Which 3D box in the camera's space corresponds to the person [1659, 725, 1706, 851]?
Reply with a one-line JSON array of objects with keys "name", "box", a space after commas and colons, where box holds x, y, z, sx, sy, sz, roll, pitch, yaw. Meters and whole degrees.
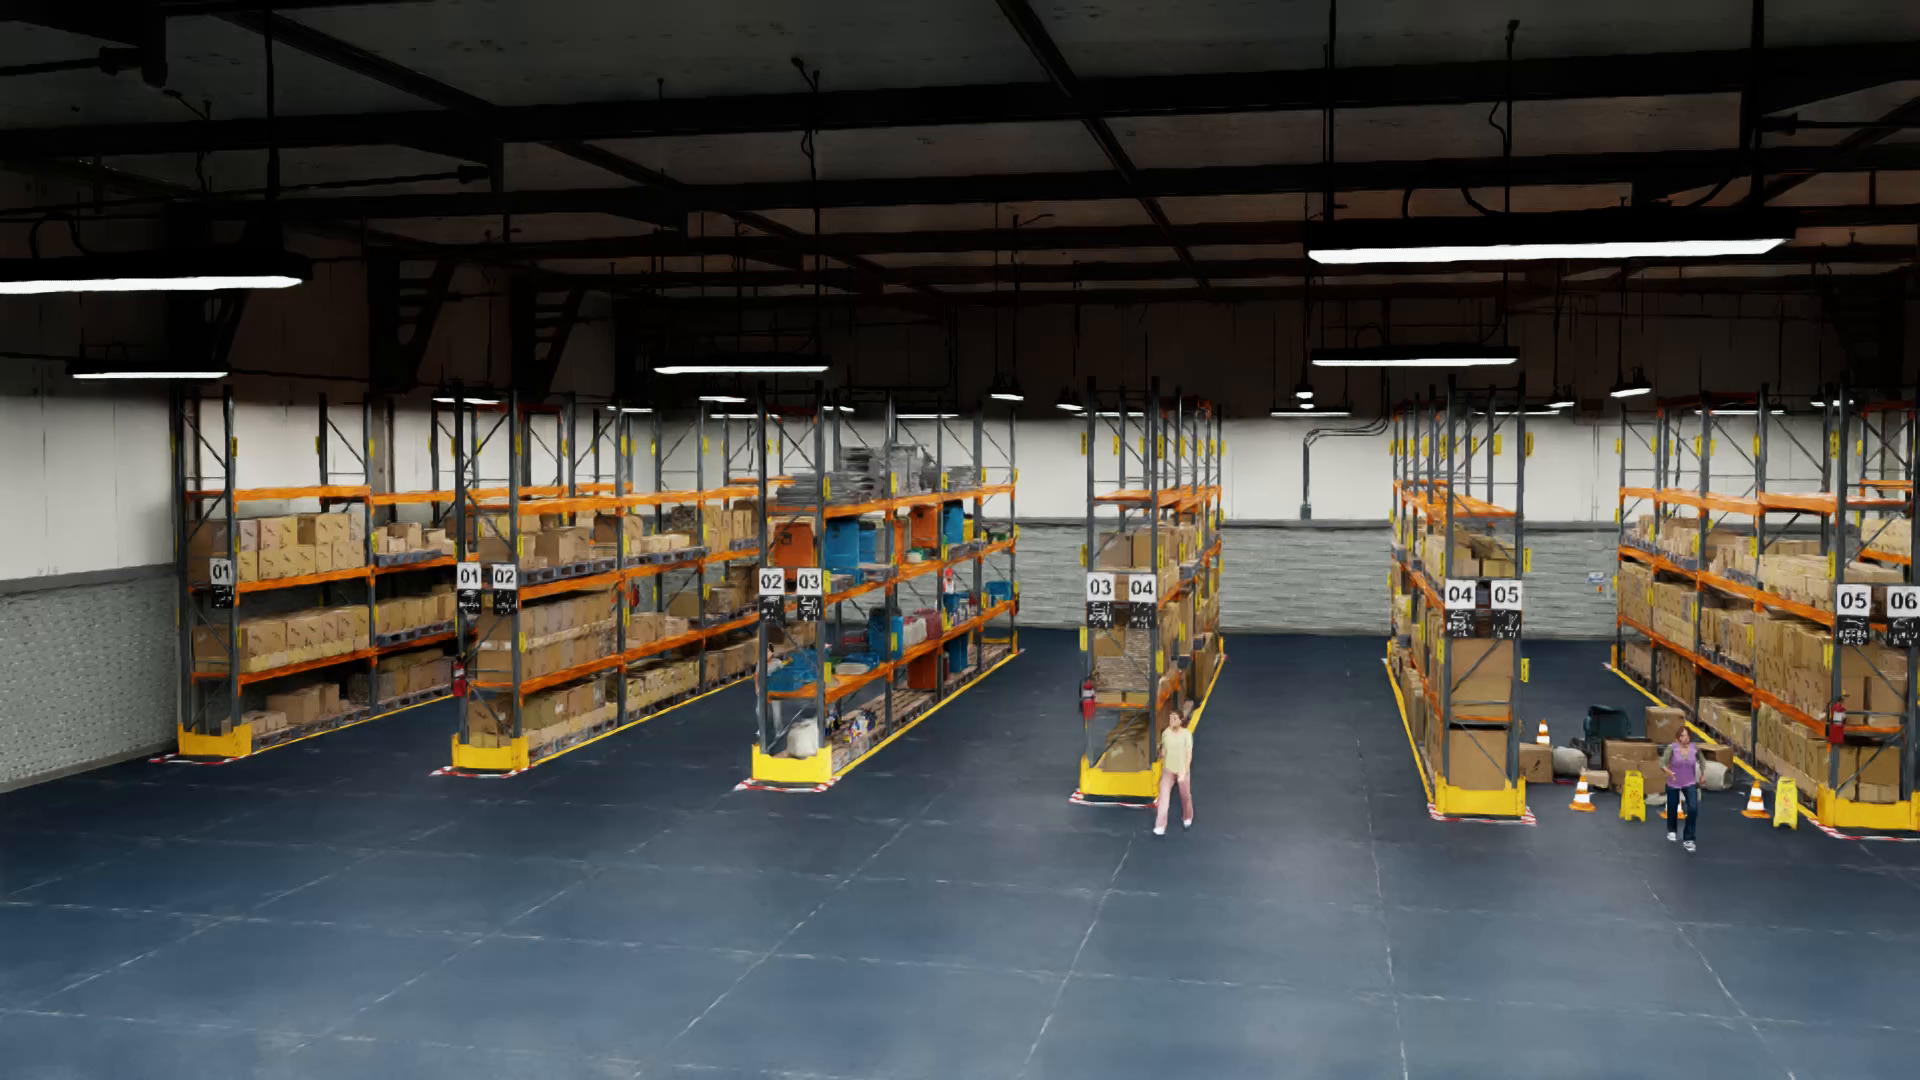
[{"name": "person", "box": [9.052, 3.068, 20.841, 0.565, 1.535, 0.796, 1, 3, 18]}]

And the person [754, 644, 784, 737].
[{"name": "person", "box": [-3.273, 2.594, 28.690, 0.580, 1.619, 0.507, 1, 3, 11]}]

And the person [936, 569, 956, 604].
[{"name": "person", "box": [-0.394, 1.651, 44.140, 0.586, 1.776, 0.577, -1, 3, -22]}]

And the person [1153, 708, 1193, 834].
[{"name": "person", "box": [2.808, 2.977, 21.567, 0.447, 1.605, 1.017, 1, 3, 21]}]
